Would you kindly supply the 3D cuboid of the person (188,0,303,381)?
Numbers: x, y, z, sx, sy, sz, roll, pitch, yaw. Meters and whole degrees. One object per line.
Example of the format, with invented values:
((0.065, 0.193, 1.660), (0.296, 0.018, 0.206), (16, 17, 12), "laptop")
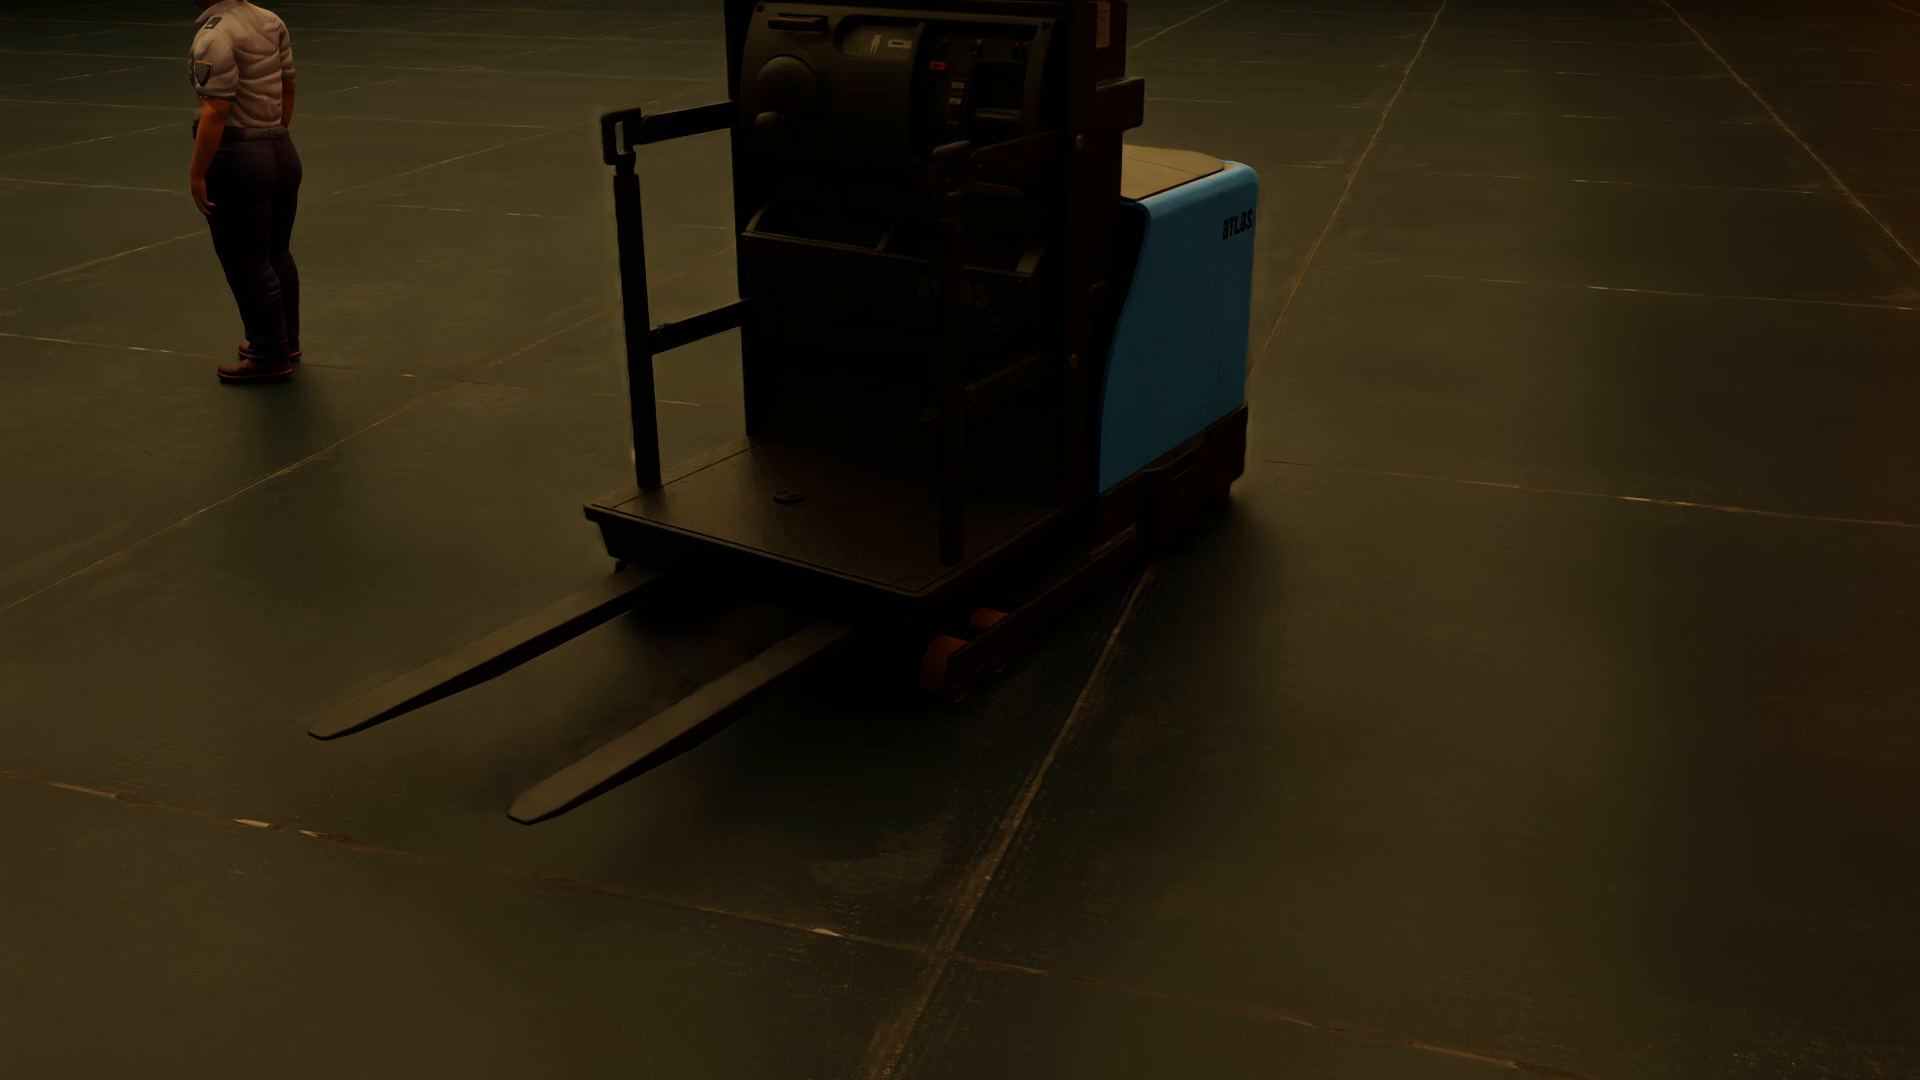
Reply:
((-2.825, -1.433, 6.425), (0.502, 1.643, 0.598), (4, 23, 10), "person")

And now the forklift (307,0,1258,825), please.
((-0.291, -1.155, 4.077), (1.130, 2.935, 3.031), (14, 26, 30), "forklift")
